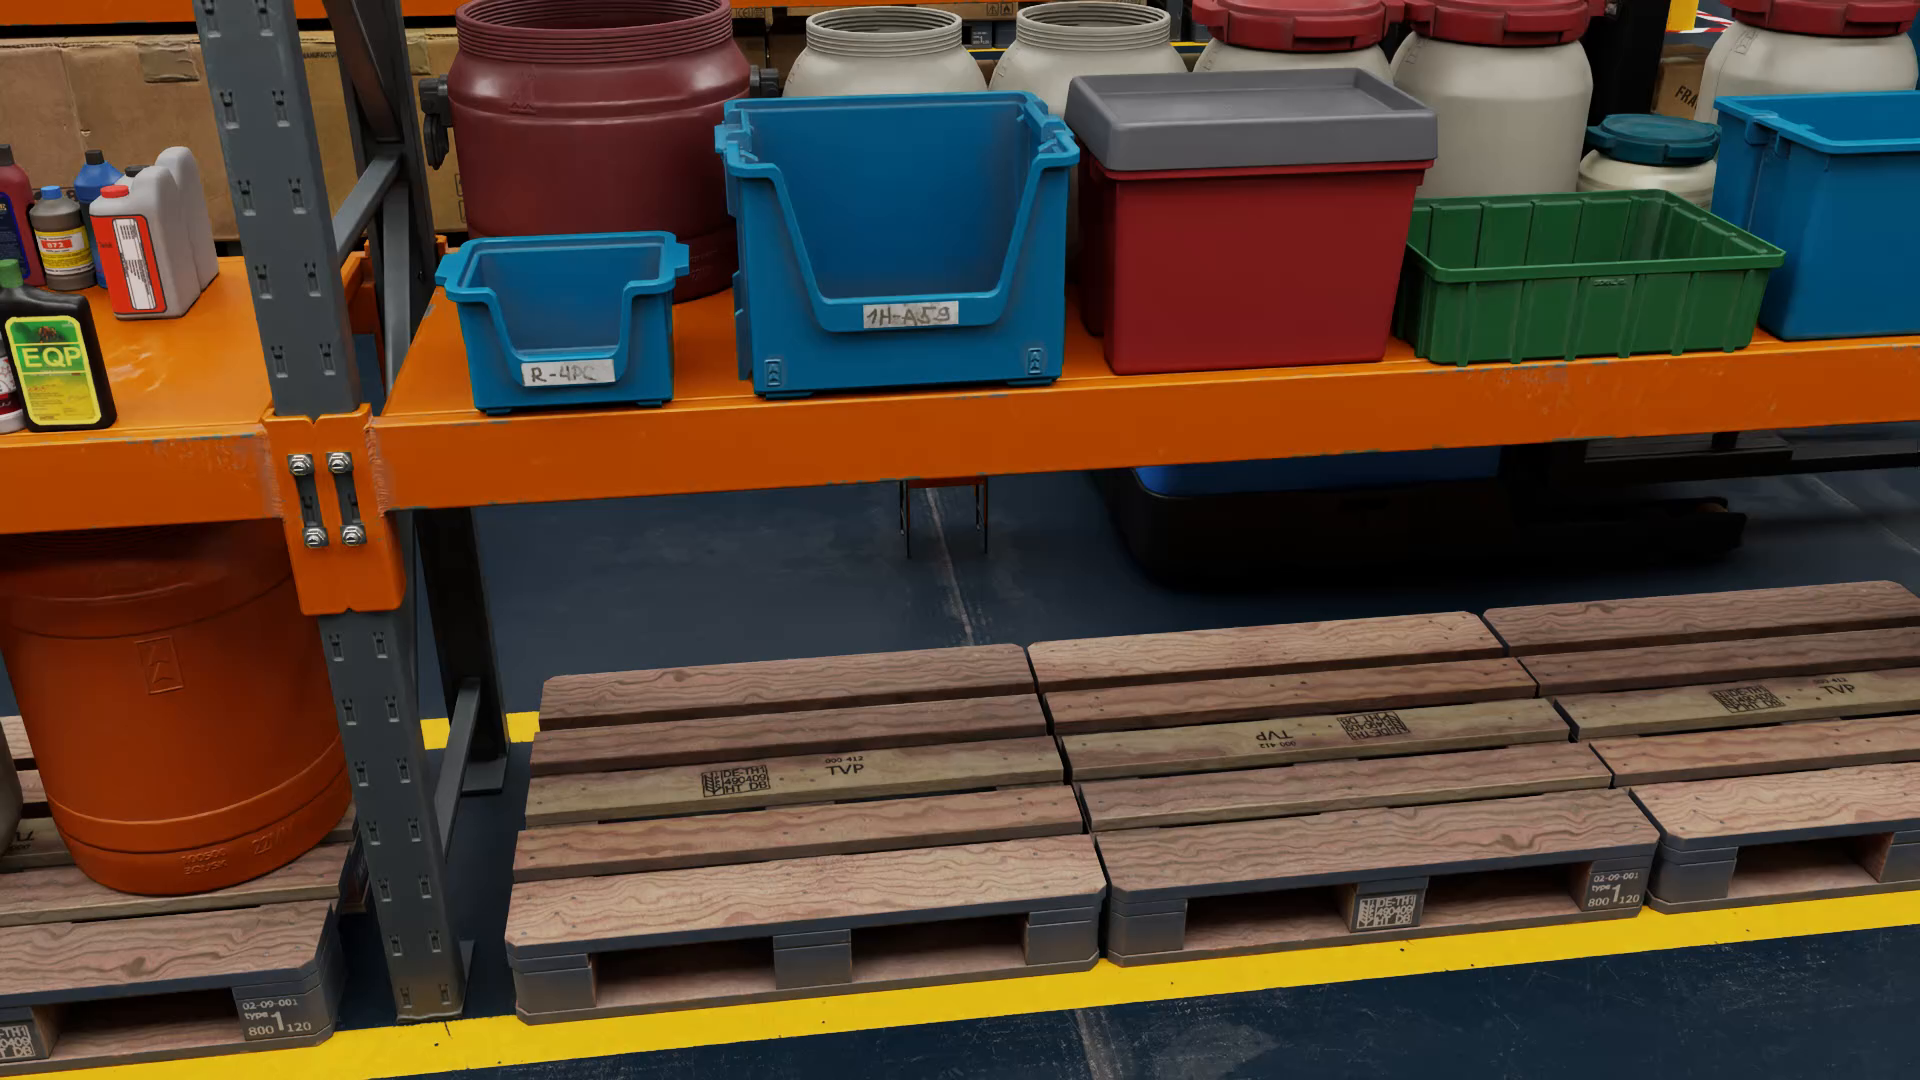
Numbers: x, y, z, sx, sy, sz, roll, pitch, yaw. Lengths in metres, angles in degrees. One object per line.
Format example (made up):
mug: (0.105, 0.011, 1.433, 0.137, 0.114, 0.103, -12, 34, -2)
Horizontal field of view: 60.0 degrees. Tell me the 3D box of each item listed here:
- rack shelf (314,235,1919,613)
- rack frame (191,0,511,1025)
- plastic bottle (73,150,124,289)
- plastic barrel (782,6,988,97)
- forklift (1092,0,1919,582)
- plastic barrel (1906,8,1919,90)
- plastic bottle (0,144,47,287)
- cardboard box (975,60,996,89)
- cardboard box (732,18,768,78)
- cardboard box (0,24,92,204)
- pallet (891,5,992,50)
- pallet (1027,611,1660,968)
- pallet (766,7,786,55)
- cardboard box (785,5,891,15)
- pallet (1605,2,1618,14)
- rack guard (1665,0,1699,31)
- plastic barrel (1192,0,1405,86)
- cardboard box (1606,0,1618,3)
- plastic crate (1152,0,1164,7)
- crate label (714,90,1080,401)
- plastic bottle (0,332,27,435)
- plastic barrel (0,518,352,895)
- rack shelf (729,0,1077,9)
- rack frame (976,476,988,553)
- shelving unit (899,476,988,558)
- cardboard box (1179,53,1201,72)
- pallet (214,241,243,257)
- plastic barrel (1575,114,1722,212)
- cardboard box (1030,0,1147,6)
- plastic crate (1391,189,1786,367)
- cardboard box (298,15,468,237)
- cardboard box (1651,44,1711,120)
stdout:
rack shelf: (0.842, -0.396, 3.523, 4.000, 0.370, 1.077, -4, 27, -7)
rack frame: (-1.139, -0.588, 3.111, 0.127, 3.000, 1.000, -4, 27, -7)
plastic bottle: (-1.731, -0.655, 3.381, 0.097, 0.271, 0.097, 0, 27, 0)
plastic barrel: (-0.150, -0.800, 3.401, 0.421, 0.512, 0.421, 0, 27, 0)
forklift: (1.969, -1.472, 4.909, 3.031, 2.935, 1.130, -4, 27, -7)
plastic barrel: (2.398, -1.178, 3.712, 0.708, 0.901, 0.600, -4, 27, -7)
plastic bottle: (-1.944, -0.655, 3.368, 0.133, 0.283, 0.061, -4, 27, -7)
cardboard box: (-0.060, -2.043, 8.202, 0.500, 0.500, 0.700, -1, 27, -3)
cardboard box: (-1.169, -2.301, 7.883, 0.500, 0.250, 0.500, -3, 27, -5)
cardboard box: (-4.274, -1.922, 7.577, 0.875, 0.875, 1.225, -5, 28, -9)
pallet: (-0.423, -3.928, 12.674, 1.213, 0.211, 1.003, -4, 27, -7)
pallet: (0.839, 0.544, 3.958, 1.213, 0.211, 1.003, -4, 27, -7)
pallet: (-1.628, -3.852, 12.525, 1.213, 0.211, 1.003, -4, 27, -7)
cardboard box: (-0.939, -4.317, 12.383, 0.750, 0.750, 1.050, -3, 27, -6)
pallet: (4.721, -4.258, 13.318, 1.213, 0.211, 1.003, -4, 27, -7)
rack guard: (5.526, -4.474, 13.423, 0.348, 0.500, 1.175, -4, 27, -7)
plastic barrel: (0.689, -0.867, 3.506, 0.433, 0.535, 0.433, 0, 27, 0)
cardboard box: (4.840, -4.754, 13.096, 0.875, 0.875, 0.875, -4, 27, -7)
plastic crate: (1.531, -4.708, 14.158, 0.662, 0.188, 0.450, 10, 39, 19)
crate label: (-0.117, -0.545, 2.988, 0.616, 0.435, 0.502, -4, 27, -7)
plastic bottle: (-1.597, -0.282, 2.732, 0.097, 0.201, 0.097, 0, 27, 0)
plastic barrel: (-1.621, 0.229, 3.435, 0.708, 0.830, 0.600, -4, 27, -7)
rack shelf: (0.152, -2.635, 7.887, 4.000, 0.370, 1.077, -4, 27, -7)
rack frame: (0.068, -0.471, 5.019, 0.008, 1.050, 0.200, -4, 27, -7)
shelving unit: (-0.053, -0.464, 5.004, 0.252, 1.050, 0.215, -4, 27, -7)
cardboard box: (1.046, -2.114, 8.341, 0.500, 0.500, 0.700, -4, 27, -7)
pallet: (-3.825, -1.495, 7.932, 1.213, 0.211, 1.003, -4, 27, -7)
plastic barrel: (1.490, -0.767, 3.610, 0.301, 0.262, 0.301, 0, 27, 0)
cardboard box: (0.939, -4.436, 12.615, 0.750, 0.750, 1.050, -4, 27, -7)
plastic crate: (1.137, -0.510, 3.191, 0.662, 0.188, 0.450, -4, 27, -7)
cardboard box: (-2.515, -2.035, 7.797, 0.875, 0.875, 1.225, -5, 28, -10)
cardboard box: (3.704, -2.279, 8.684, 0.500, 0.500, 0.500, -6, 28, -12)
